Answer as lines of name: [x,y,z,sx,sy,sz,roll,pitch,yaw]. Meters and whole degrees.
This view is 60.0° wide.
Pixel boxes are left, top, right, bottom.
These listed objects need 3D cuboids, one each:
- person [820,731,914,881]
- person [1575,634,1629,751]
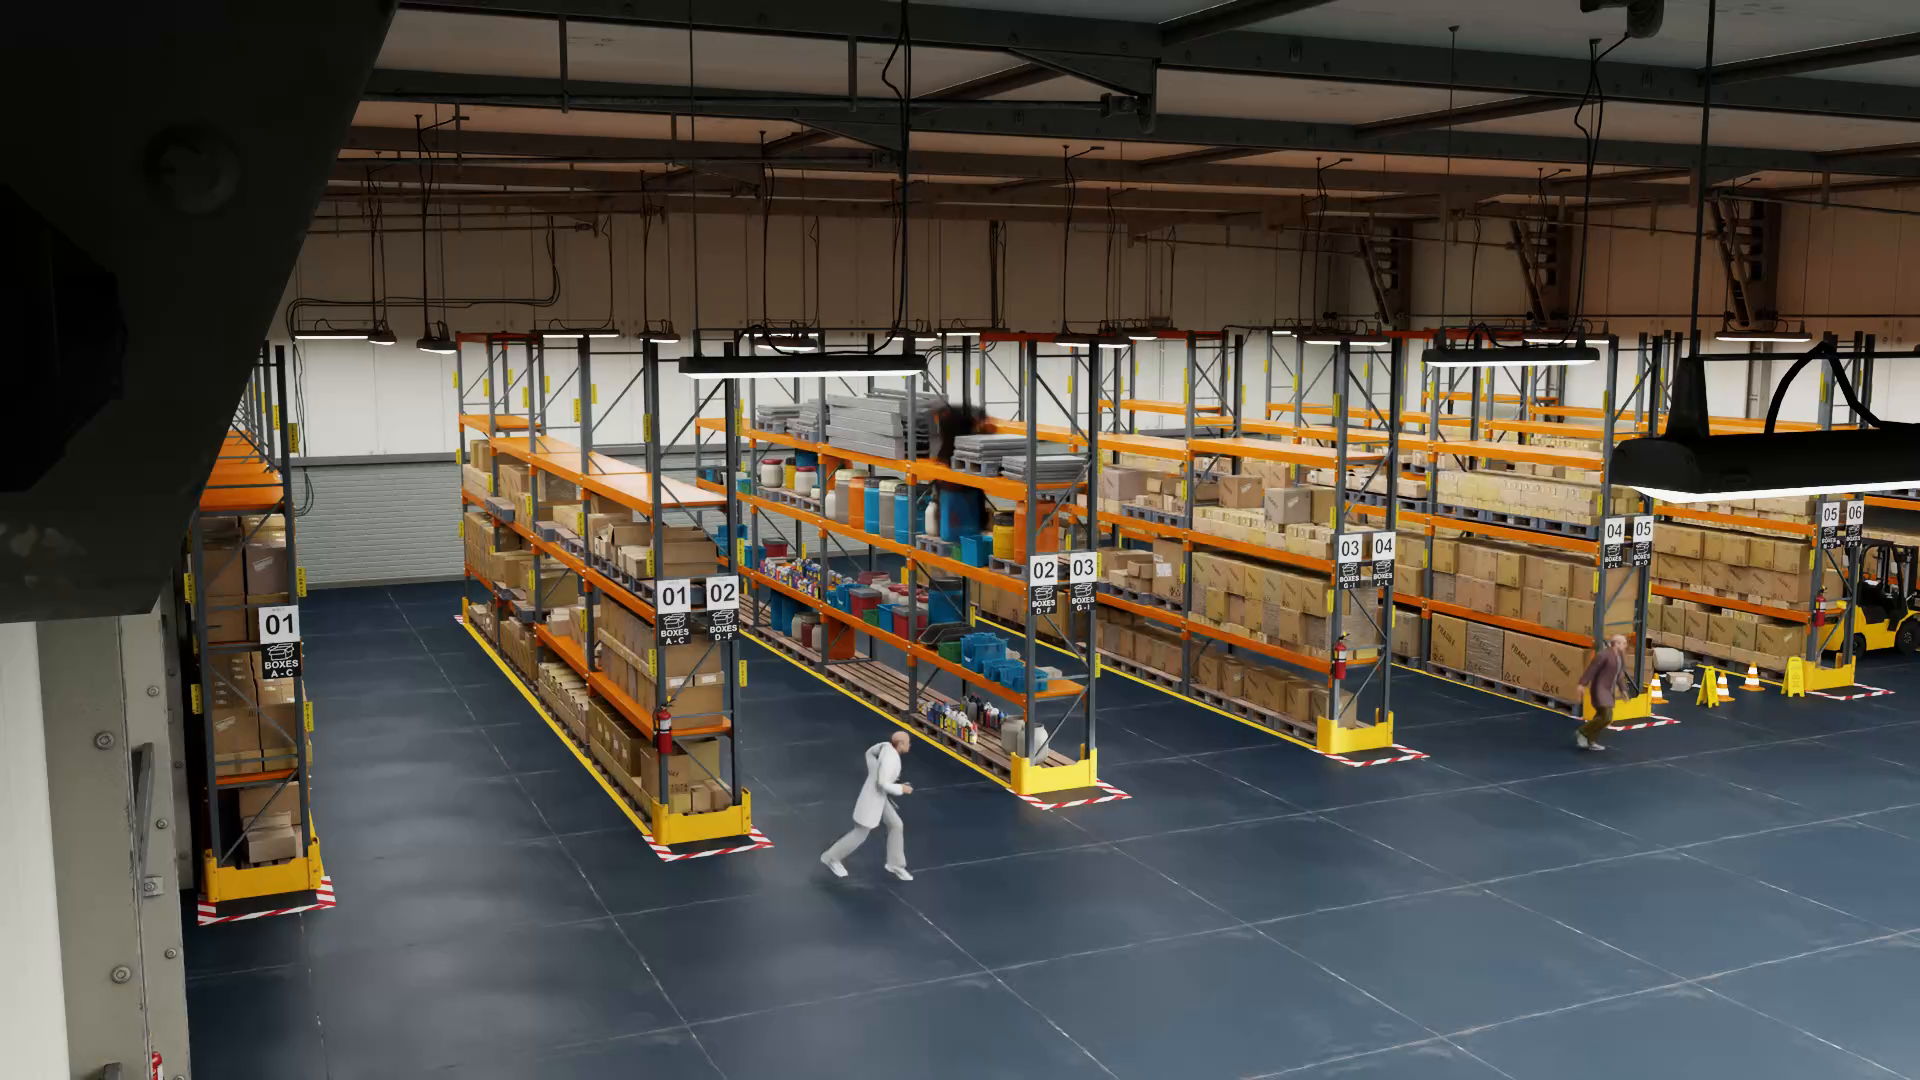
person: [-1.046,3.060,18.704,1.061,1.637,0.745,0,8,-1]
person: [9.354,2.218,24.229,0.615,1.730,0.708,7,10,42]
